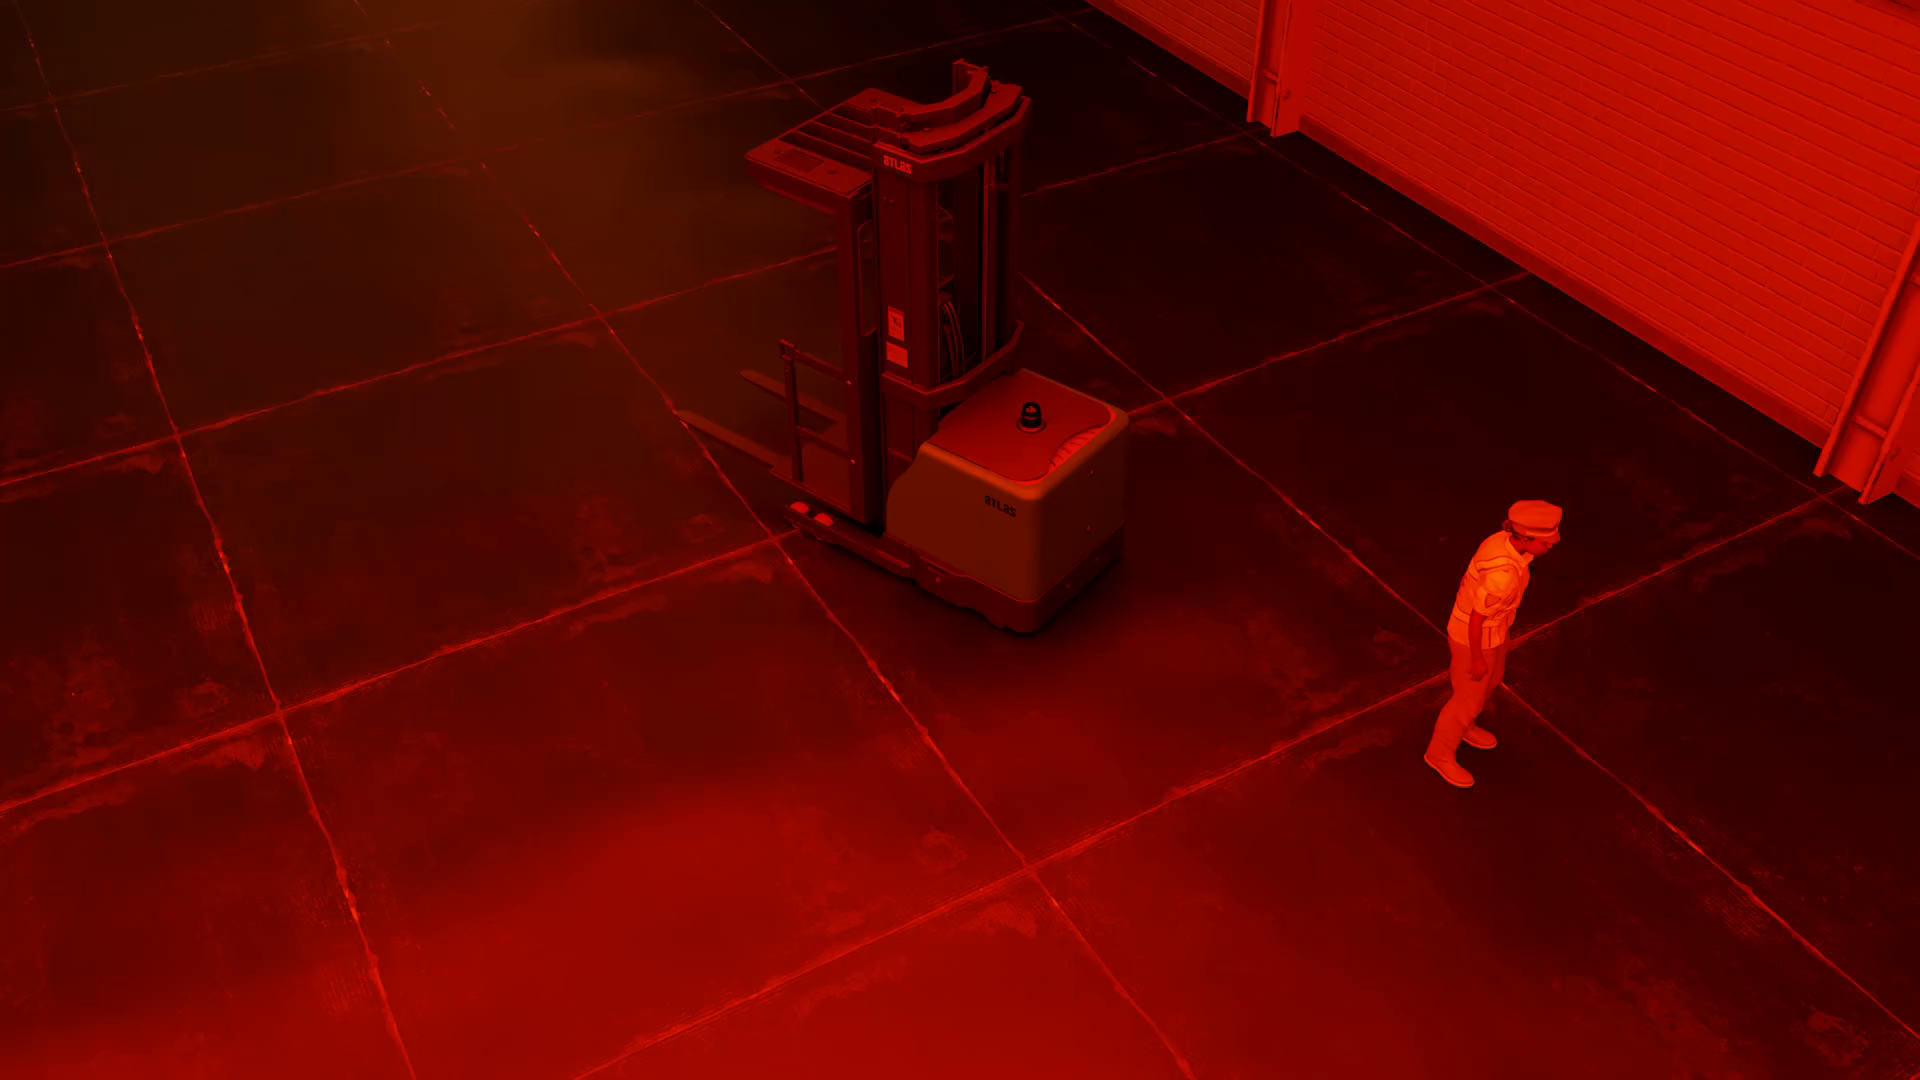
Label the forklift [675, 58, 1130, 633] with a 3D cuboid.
[{"bbox_3d":[-0.481,-1.366,9.683,3.031,2.935,1.130,26,46,28],"label":"forklift"}]

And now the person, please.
[{"bbox_3d":[2.675,0.492,8.441,0.397,1.658,0.528,21,44,24],"label":"person"}]
